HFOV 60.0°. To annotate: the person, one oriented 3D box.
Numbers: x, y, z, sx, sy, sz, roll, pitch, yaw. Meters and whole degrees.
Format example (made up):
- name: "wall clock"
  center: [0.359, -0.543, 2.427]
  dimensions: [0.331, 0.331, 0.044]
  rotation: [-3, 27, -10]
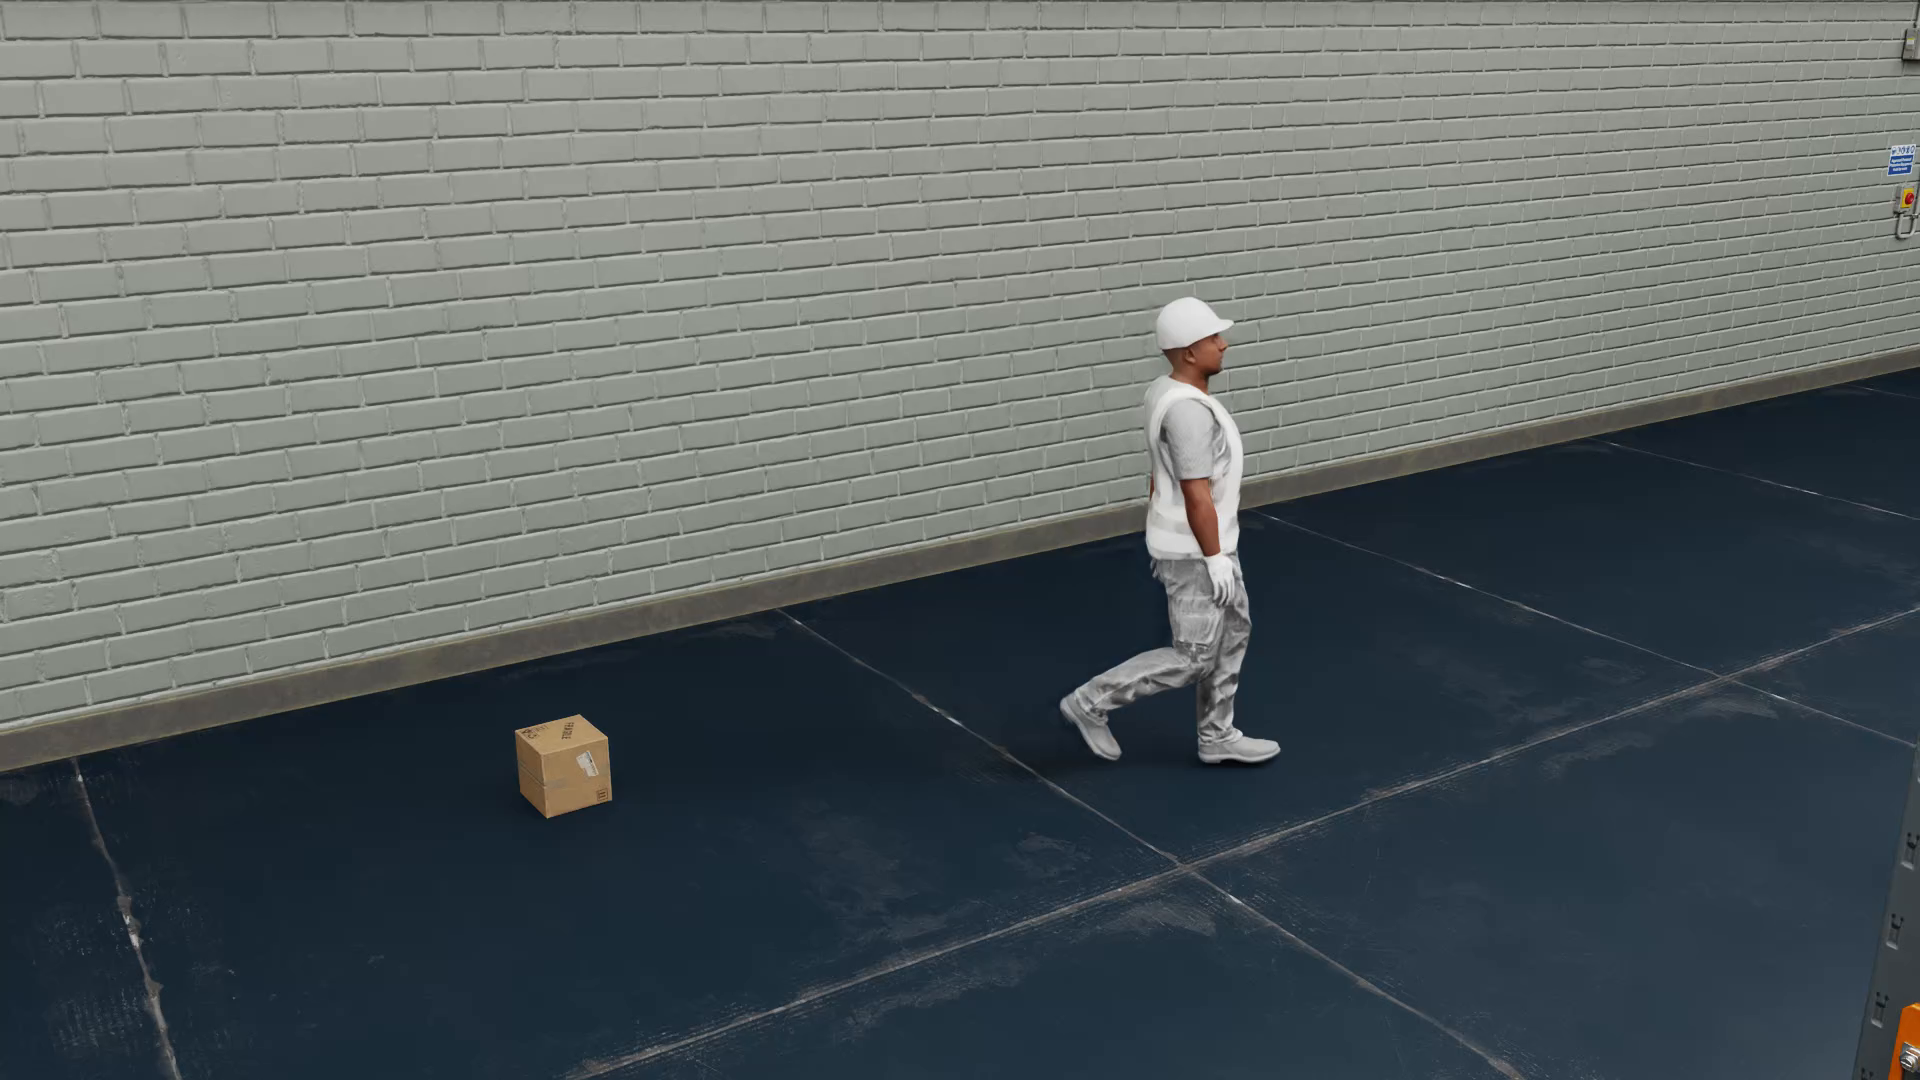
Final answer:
- name: "person"
  center: [0.787, 0.010, 5.969]
  dimensions: [0.831, 1.757, 0.540]
  rotation: [1, 18, 4]
